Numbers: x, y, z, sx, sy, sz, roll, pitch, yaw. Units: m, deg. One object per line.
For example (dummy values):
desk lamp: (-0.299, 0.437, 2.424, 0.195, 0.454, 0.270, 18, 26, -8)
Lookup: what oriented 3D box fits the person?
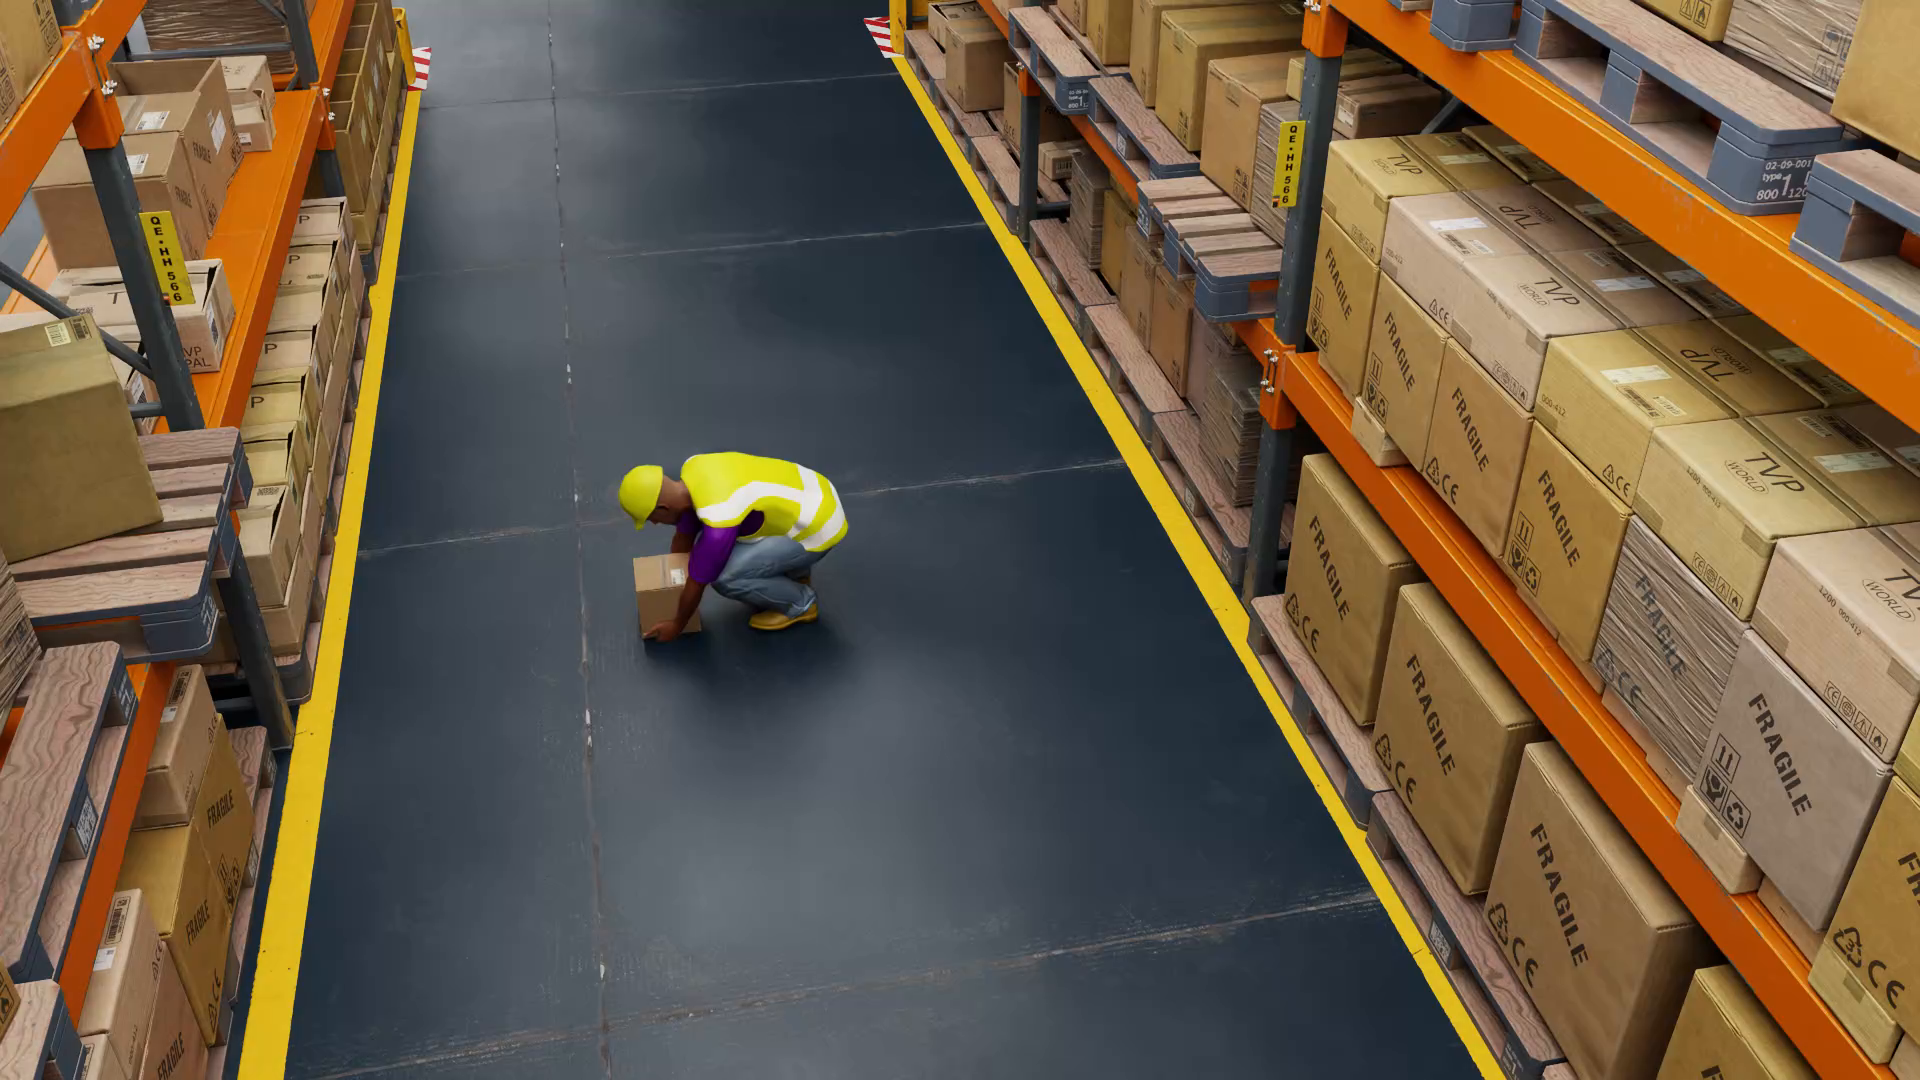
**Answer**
person: (-0.939, 0.020, 7.037, 0.928, 0.893, 0.544, -8, 35, -11)
